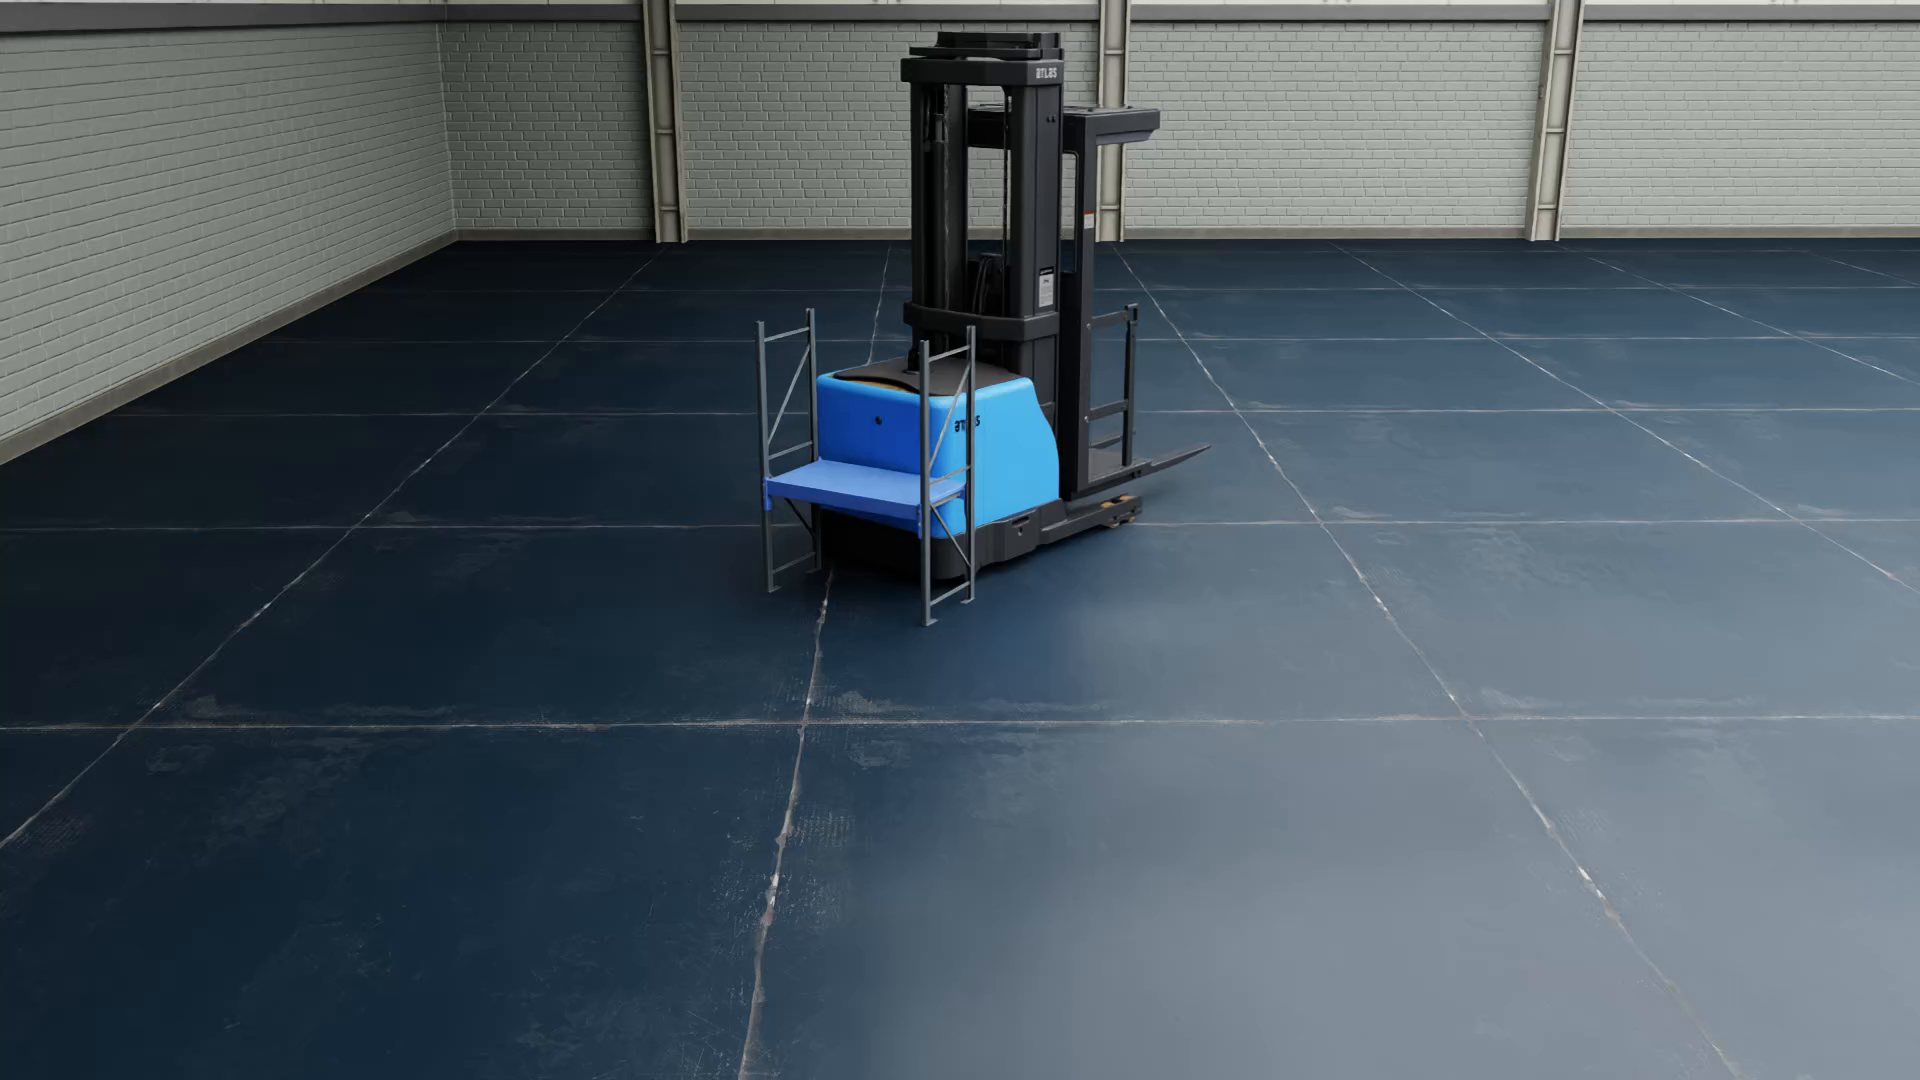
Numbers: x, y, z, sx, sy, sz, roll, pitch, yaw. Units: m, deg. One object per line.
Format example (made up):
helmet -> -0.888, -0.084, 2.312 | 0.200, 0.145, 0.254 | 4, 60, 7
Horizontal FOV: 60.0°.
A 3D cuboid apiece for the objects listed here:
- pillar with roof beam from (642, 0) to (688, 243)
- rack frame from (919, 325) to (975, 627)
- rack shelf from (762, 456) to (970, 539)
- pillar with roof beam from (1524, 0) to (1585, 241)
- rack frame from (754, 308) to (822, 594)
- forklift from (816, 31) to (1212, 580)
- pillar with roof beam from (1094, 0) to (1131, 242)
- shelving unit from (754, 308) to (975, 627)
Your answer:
pillar with roof beam -> -3.887, -7.074, 17.368 | 0.400, 9.000, 9.100 | 0, 18, -1
rack frame -> -0.061, -0.328, 8.616 | 0.032, 1.500, 0.500 | 10, 20, 29
rack shelf -> -0.498, -0.236, 8.918 | 1.000, 0.185, 0.538 | 10, 20, 29
pillar with roof beam -> 8.112, -7.132, 17.548 | 0.400, 9.000, 9.100 | 0, 18, -1
rack frame -> -0.935, -0.487, 9.111 | 0.032, 1.500, 0.500 | 10, 20, 29
forklift -> 0.487, -1.552, 10.087 | 1.130, 2.935, 3.031 | 15, 23, 38
pillar with roof beam -> 2.113, -7.103, 17.458 | 0.400, 9.000, 9.100 | 0, 18, -1
shelving unit -> -0.498, -0.408, 8.863 | 1.048, 1.500, 0.538 | 10, 20, 29
